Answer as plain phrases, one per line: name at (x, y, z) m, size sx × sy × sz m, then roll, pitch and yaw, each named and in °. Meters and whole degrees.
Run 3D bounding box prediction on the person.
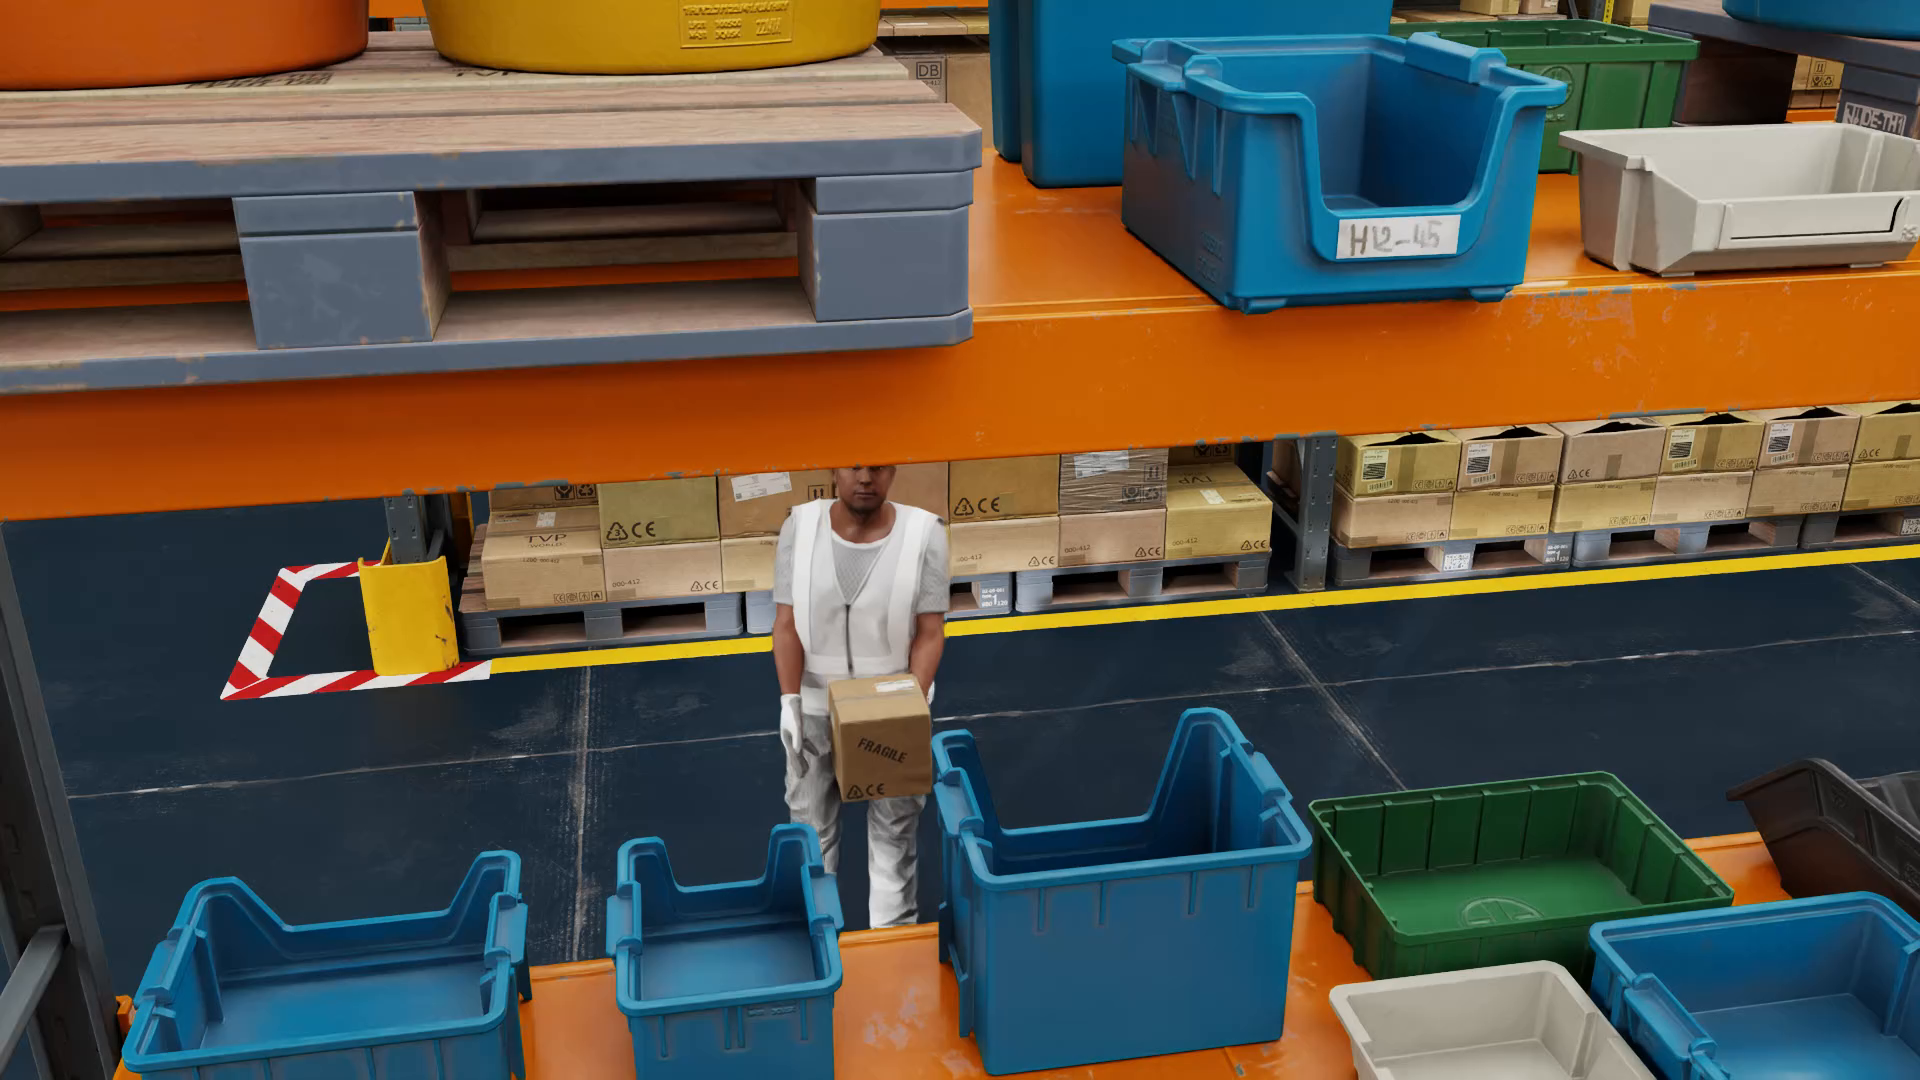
person at (-0.296, 0.520, 4.847) m, size 0.526 × 1.788 × 0.550 m, roll 2°, pitch 23°, yaw 4°
